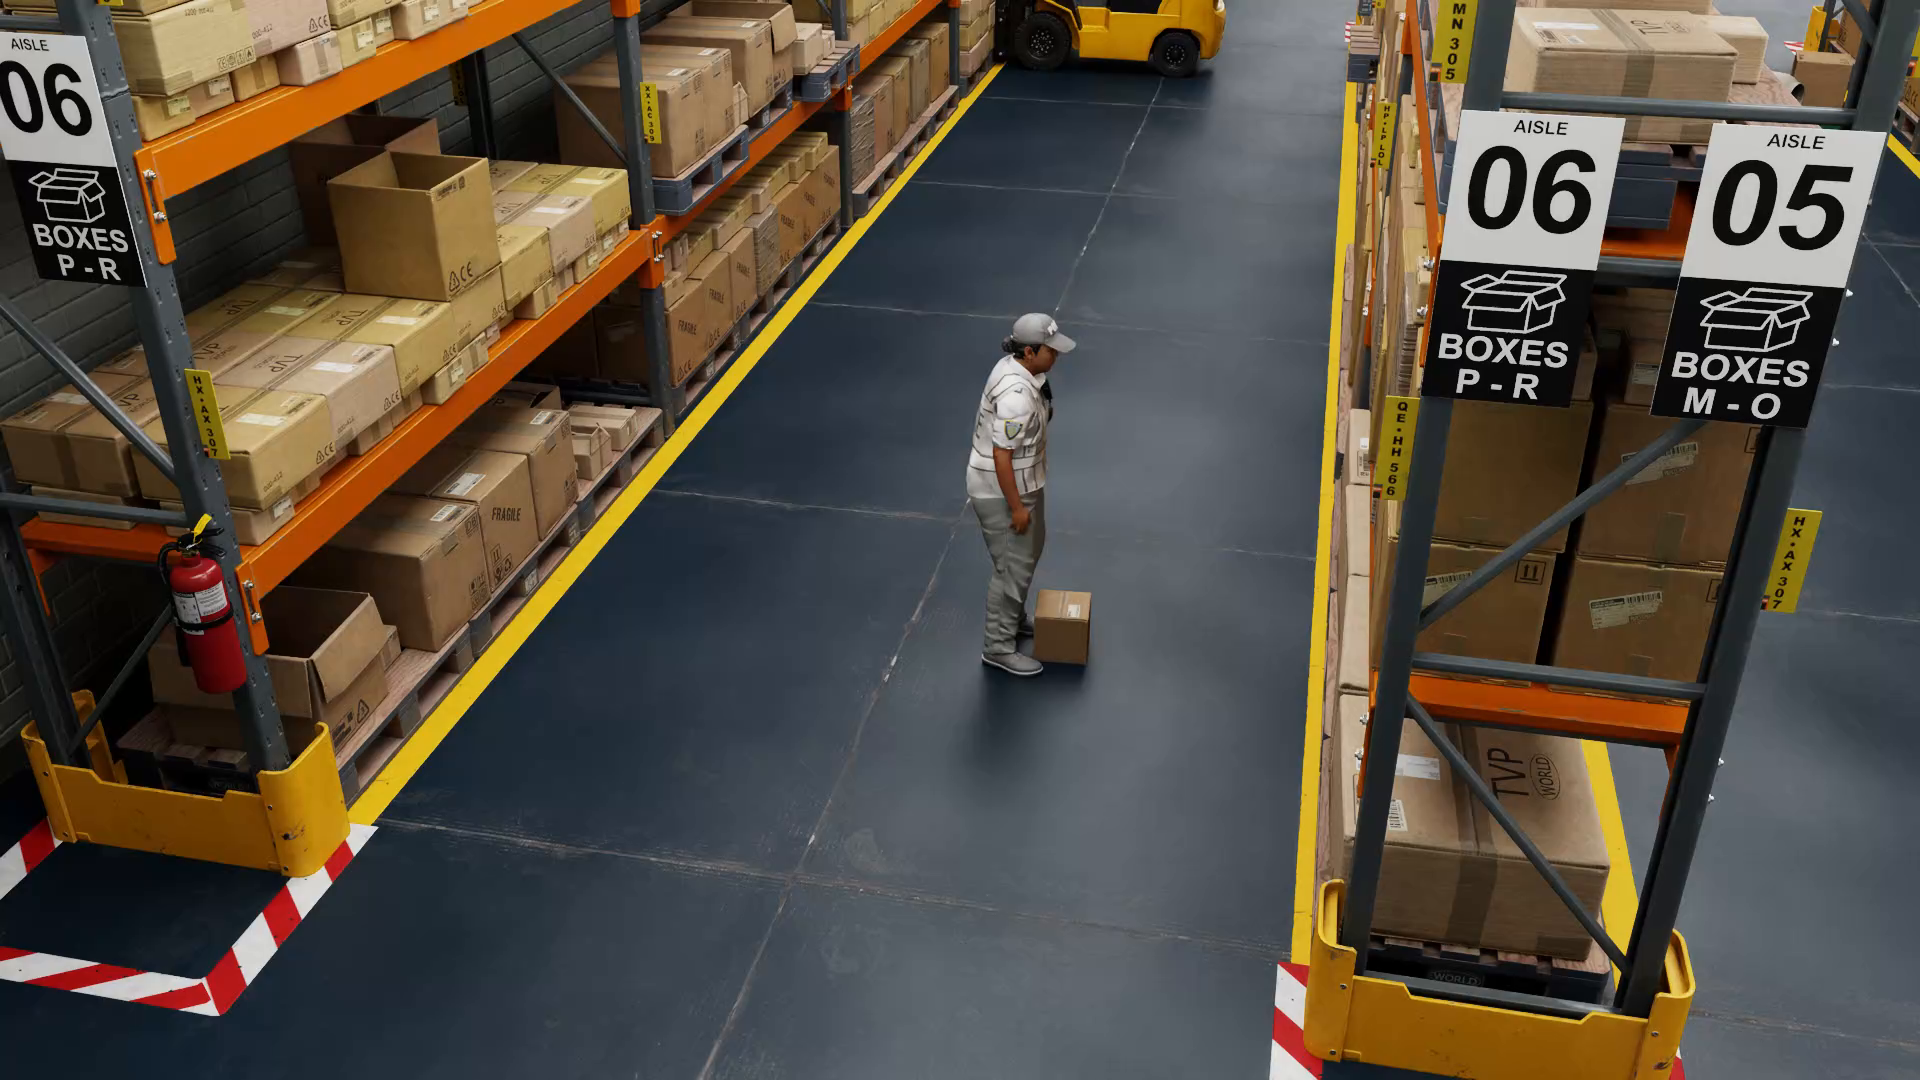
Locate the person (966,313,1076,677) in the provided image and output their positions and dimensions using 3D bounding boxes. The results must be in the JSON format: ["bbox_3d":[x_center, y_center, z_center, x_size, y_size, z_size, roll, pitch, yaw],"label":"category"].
[{"bbox_3d":[0.270,-0.231,7.535,0.462,1.667,0.561,5,29,8],"label":"person"}]
